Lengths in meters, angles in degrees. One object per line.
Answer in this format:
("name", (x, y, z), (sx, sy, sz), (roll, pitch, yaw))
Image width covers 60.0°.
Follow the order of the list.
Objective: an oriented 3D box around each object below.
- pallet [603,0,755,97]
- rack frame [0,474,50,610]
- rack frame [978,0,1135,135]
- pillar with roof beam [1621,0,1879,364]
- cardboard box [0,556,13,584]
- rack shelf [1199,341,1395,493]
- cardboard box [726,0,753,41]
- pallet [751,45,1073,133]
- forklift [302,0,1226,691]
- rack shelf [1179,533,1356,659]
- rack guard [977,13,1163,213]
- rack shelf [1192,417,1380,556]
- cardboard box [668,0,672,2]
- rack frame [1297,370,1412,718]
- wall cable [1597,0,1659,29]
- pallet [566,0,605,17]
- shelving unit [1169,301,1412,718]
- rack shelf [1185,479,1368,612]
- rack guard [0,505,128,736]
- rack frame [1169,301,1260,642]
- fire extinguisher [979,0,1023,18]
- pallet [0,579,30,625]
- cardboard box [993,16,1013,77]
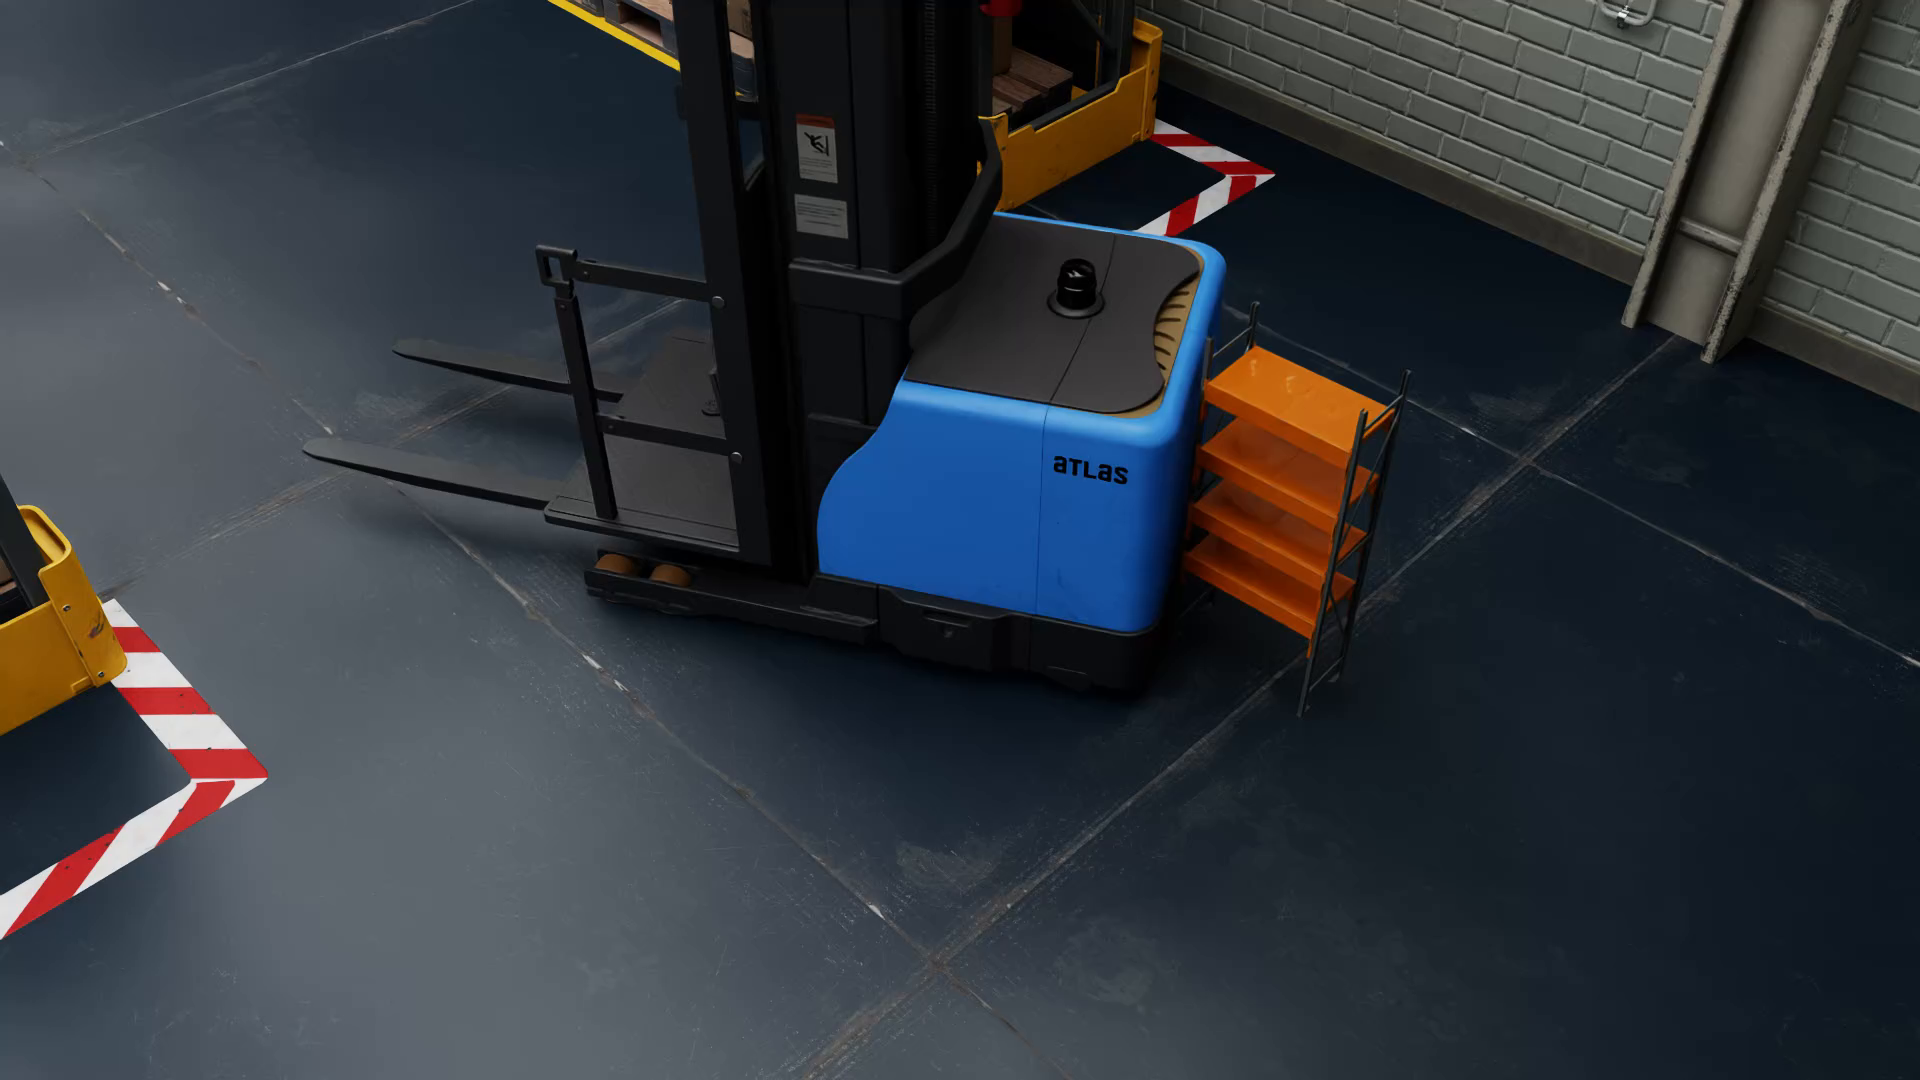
("pallet", (-1.089, -2.746, 8.566), (1.003, 0.211, 1.213), (-34, 53, -31))
("rack frame", (-3.117, -0.461, 4.039), (1.000, 3.000, 0.127), (-34, 53, -31))
("rack frame", (0.388, -2.837, 6.610), (1.000, 3.000, 0.127), (-34, 53, -31))
("pillar with roof beam", (-0.141, -2.094, 1.386), (9.100, 9.000, 0.400), (-34, 53, -31))
("cardboard box", (-3.169, 0.058, 5.253), (0.380, 0.149, 0.250), (-34, 53, -31))
("rack shelf", (0.947, -0.352, 4.668), (0.480, 0.148, 0.258), (31, 51, 29))
("cardboard box", (-0.886, -2.843, 8.149), (0.500, 0.500, 0.700), (32, 52, 30))
("pallet", (-0.232, -2.160, 7.932), (1.003, 0.211, 1.213), (-34, 53, -31))
("forklift", (-0.735, -1.165, 4.851), (3.031, 2.935, 1.130), (11, 44, 11))
("rack shelf", (0.947, 0.132, 5.115), (0.480, 0.148, 0.258), (31, 51, 29))
("rack guard", (0.405, -1.907, 7.446), (1.175, 0.500, 0.348), (-34, 53, -31))
("rack shelf", (0.947, -0.178, 4.828), (0.480, 0.148, 0.258), (31, 51, 29))
("cardboard box", (-1.268, -3.096, 8.423), (0.700, 0.500, 0.500), (-33, 52, -30))
("rack frame", (1.130, 0.046, 4.816), (0.015, 1.200, 0.240), (31, 51, 29))
("wall cable", (1.962, -3.048, 6.090), (0.084, 1.984, 1.851), (-34, 53, -31))
("pallet", (-1.955, -3.332, 9.200), (1.003, 0.211, 1.213), (-34, 53, -31))
("shelving unit", (0.947, -0.064, 4.935), (0.503, 1.200, 0.258), (31, 51, 29))
("rack shelf", (0.947, -0.014, 4.980), (0.480, 0.148, 0.258), (31, 51, 29))
("rack guard", (-3.170, 0.420, 4.927), (1.175, 0.500, 0.348), (-34, 53, -31))
("rack frame", (0.764, -0.173, 5.053), (0.015, 1.200, 0.240), (31, 51, 29))
("fire extinguisher", (0.168, -2.378, 6.445), (0.296, 0.674, 0.183), (-34, 53, -31))
("pallet", (-3.734, 0.144, 5.439), (1.003, 0.211, 1.213), (-34, 53, -31))
("cardboard box", (-0.177, -2.362, 7.628), (0.700, 0.500, 0.500), (-34, 53, -31))
